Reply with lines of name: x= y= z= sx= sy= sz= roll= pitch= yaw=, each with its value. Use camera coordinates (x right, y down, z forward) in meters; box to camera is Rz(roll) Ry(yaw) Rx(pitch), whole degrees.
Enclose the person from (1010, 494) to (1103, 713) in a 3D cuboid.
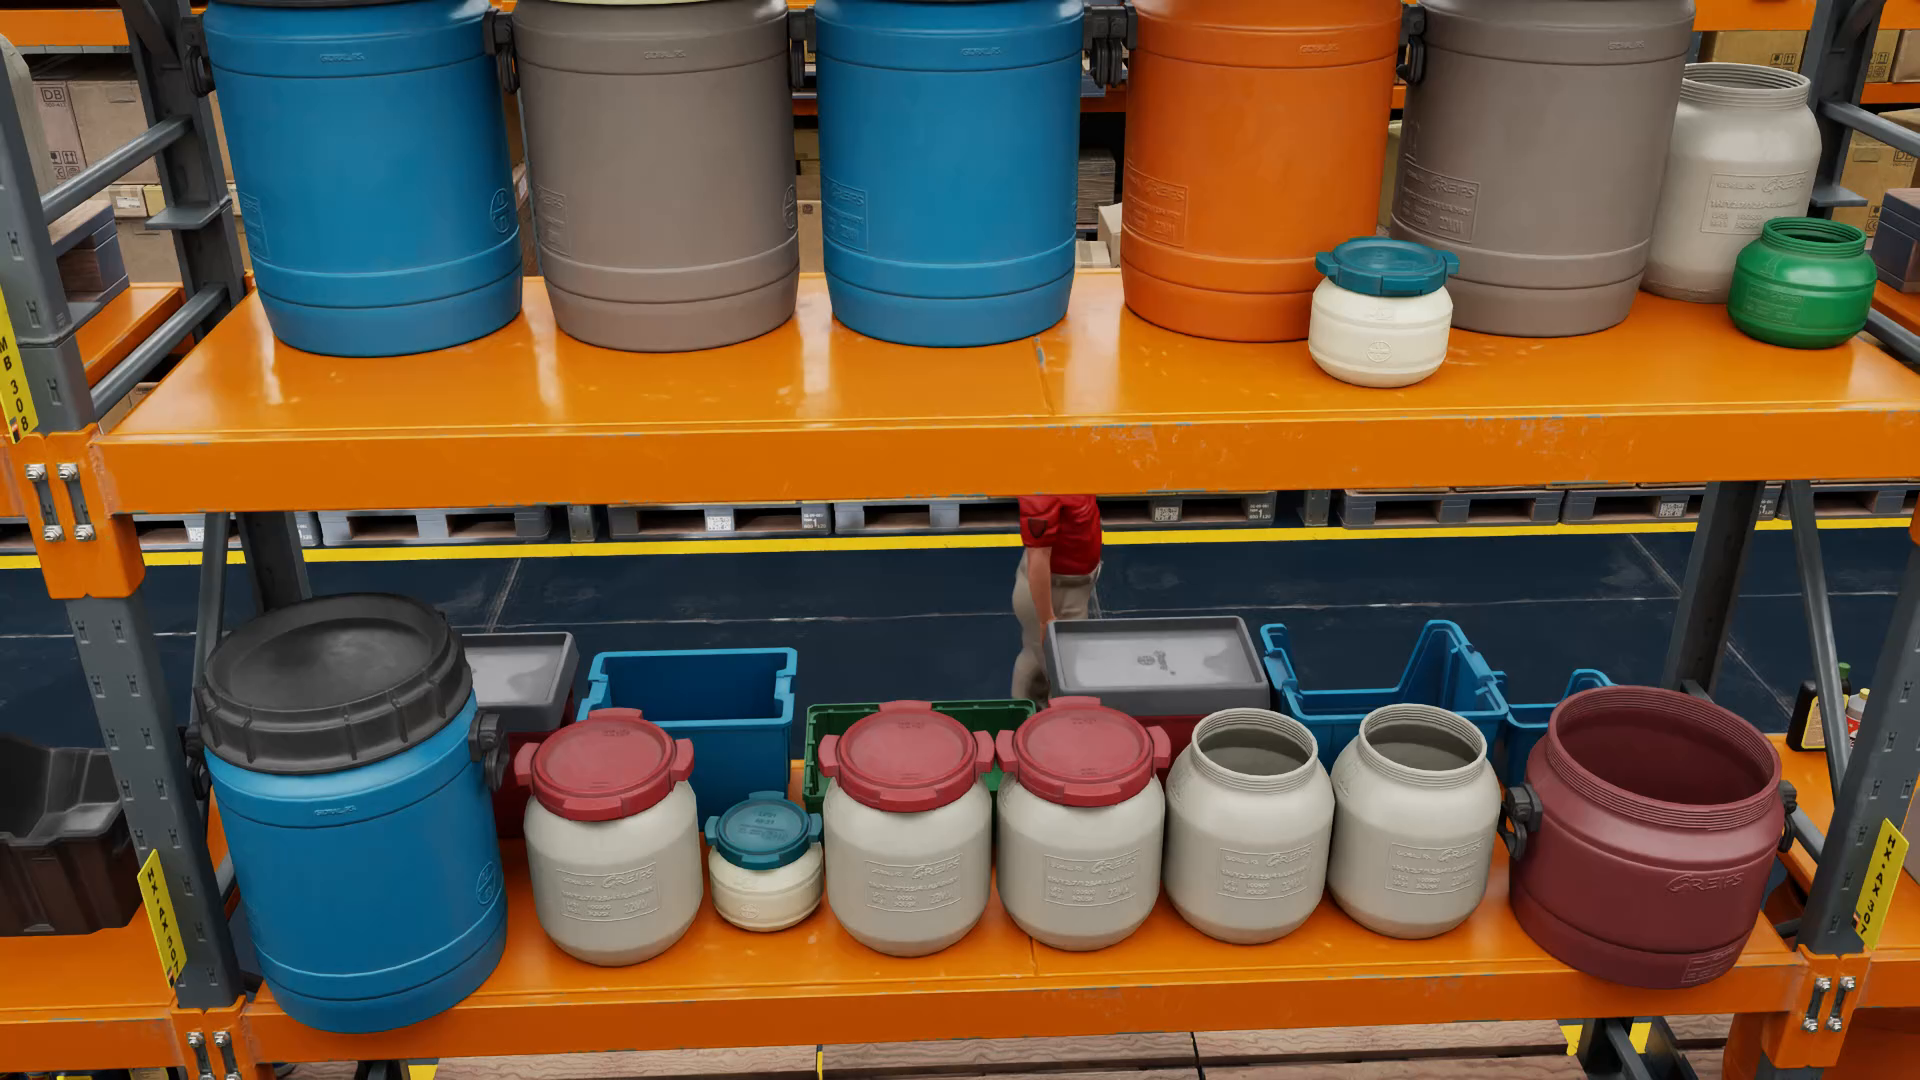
person: x=0.485 y=0.211 z=6.719 sx=0.620 sy=1.719 sz=0.541 roll=3 pitch=28 yaw=6
